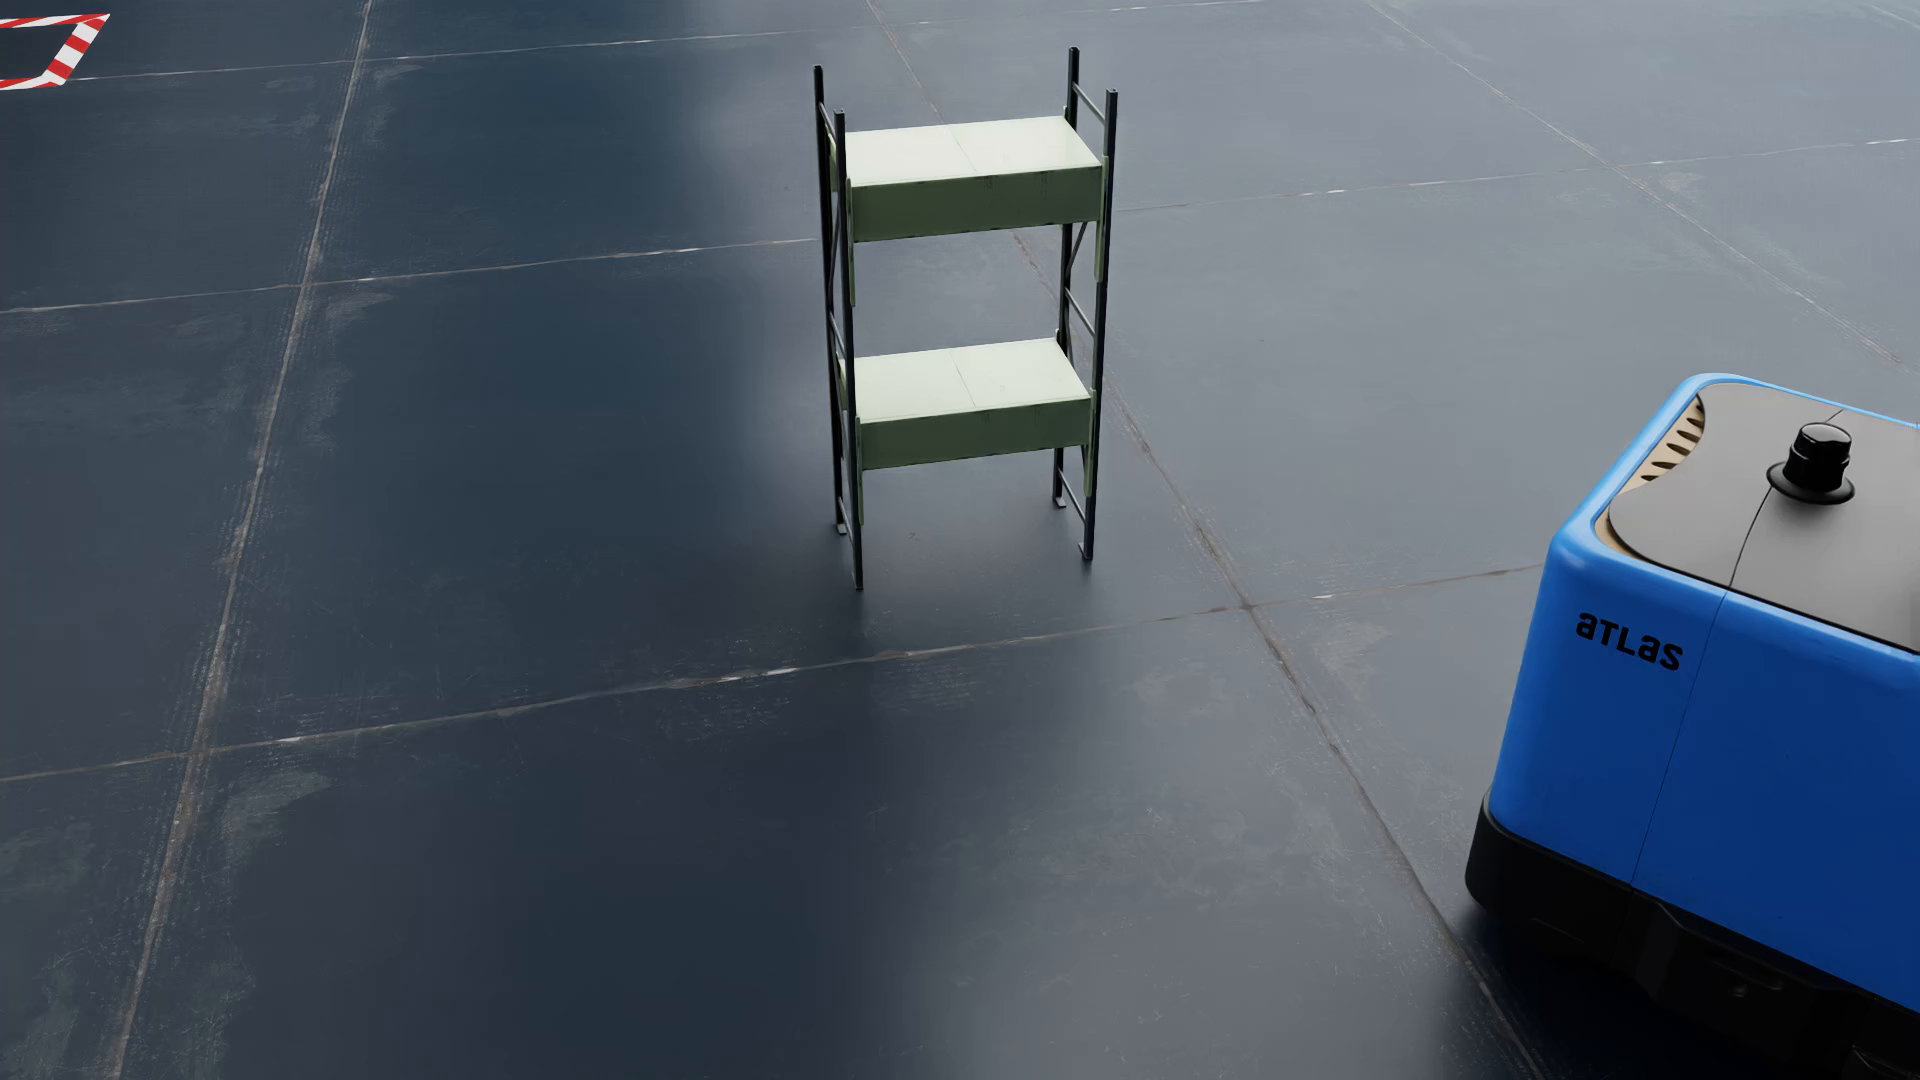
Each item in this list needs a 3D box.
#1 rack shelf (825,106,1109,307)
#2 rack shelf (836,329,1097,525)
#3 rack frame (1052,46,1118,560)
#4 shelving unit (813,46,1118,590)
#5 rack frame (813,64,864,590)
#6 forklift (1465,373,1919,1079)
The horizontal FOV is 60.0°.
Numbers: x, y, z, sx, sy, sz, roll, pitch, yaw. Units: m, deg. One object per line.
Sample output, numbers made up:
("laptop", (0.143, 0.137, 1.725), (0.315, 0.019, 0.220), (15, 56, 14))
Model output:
("rack shelf", (0.007, -0.948, 4.688), (0.720, 0.370, 0.431), (-7, 35, -11))
("rack shelf", (0.007, -0.353, 5.087), (0.720, 0.370, 0.431), (-7, 35, -11))
("rack frame", (0.364, -0.669, 4.972), (0.023, 1.500, 0.400), (-7, 35, -11))
("shelving unit", (0.007, -0.624, 4.905), (0.755, 1.500, 0.431), (-7, 35, -11))
("rack frame", (-0.350, -0.579, 4.838), (0.023, 1.500, 0.400), (-7, 35, -11))
("forklift", (2.687, -0.043, 2.756), (3.031, 2.935, 1.130), (23, 40, 30))
